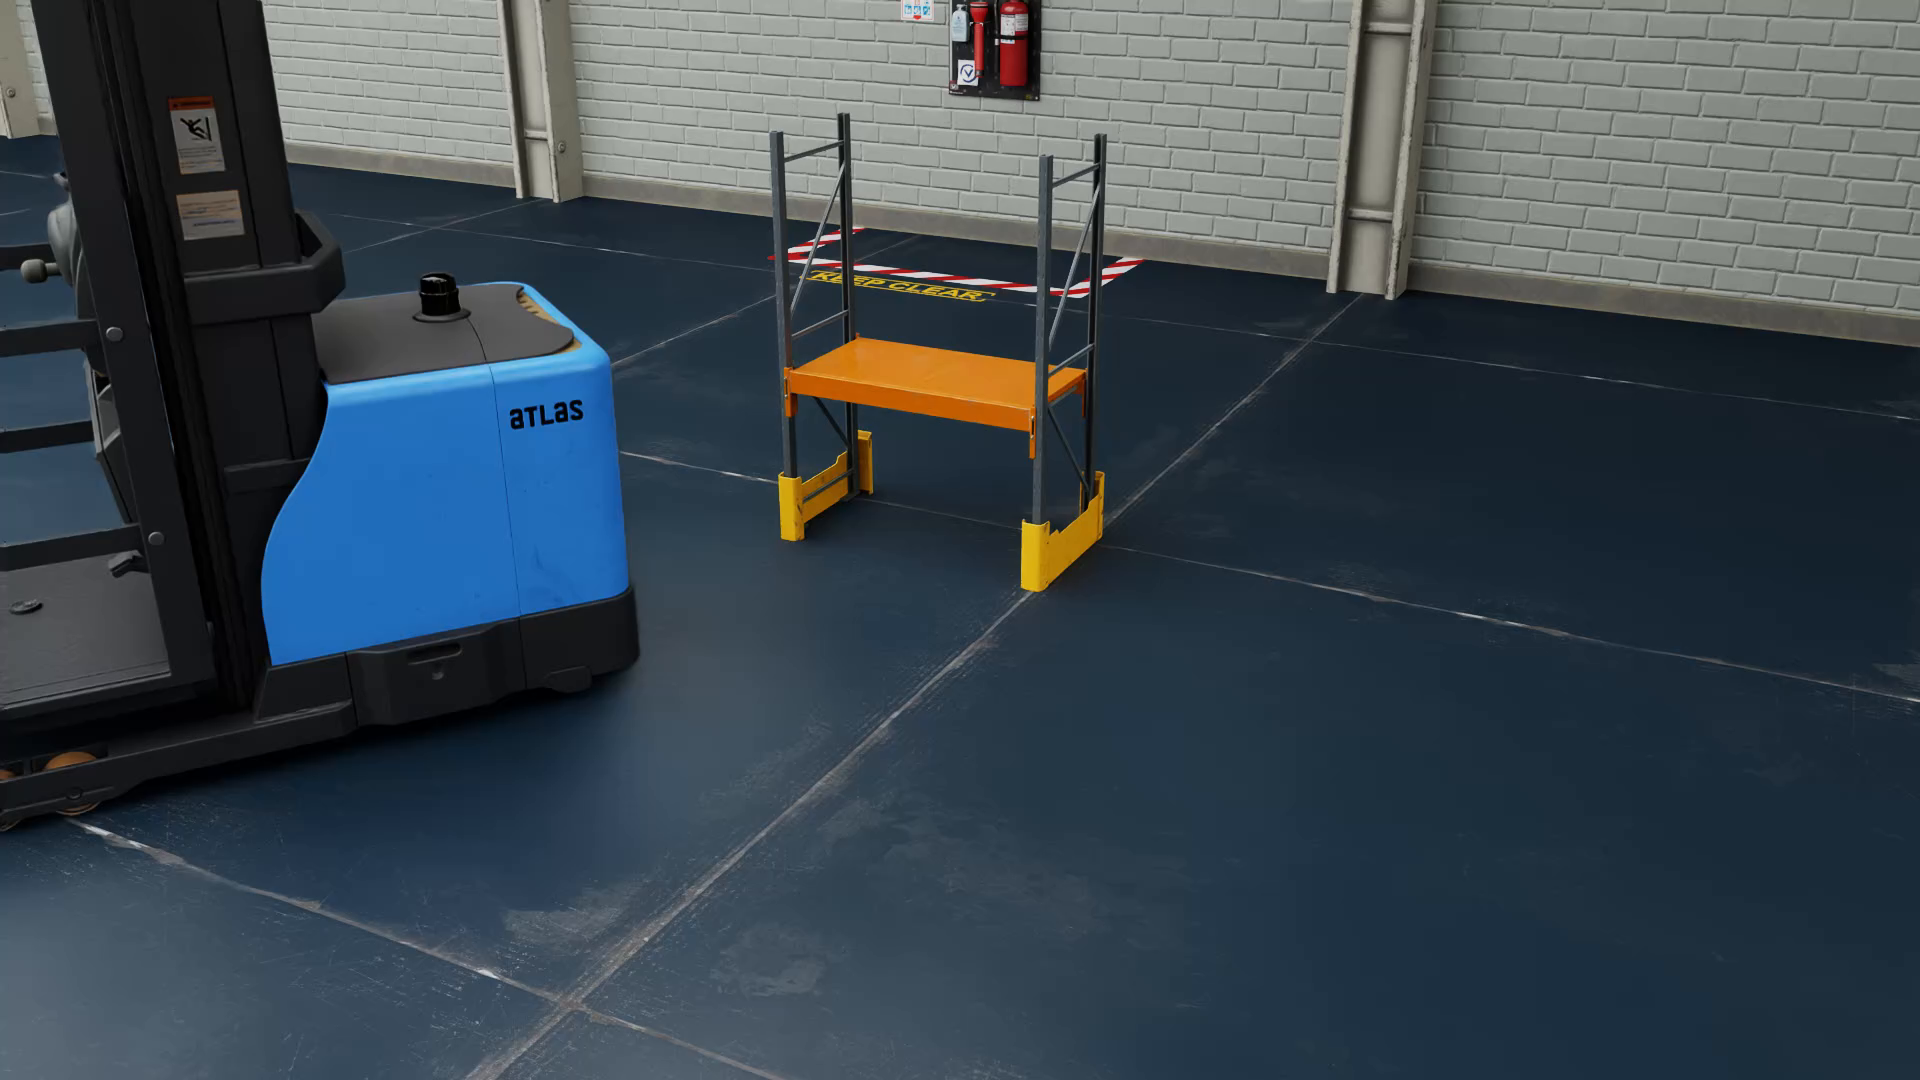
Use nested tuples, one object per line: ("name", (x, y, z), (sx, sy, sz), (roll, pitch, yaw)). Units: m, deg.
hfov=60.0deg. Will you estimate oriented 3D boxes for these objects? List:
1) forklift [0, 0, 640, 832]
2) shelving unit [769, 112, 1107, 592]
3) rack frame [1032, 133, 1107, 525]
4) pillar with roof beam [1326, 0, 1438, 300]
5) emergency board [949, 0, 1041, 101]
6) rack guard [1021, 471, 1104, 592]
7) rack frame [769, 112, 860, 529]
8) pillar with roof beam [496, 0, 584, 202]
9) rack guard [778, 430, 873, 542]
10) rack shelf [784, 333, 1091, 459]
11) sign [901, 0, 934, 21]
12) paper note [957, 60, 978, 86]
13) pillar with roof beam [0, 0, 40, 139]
("forklift", (-2.552, -0.805, 4.398), (3.031, 2.935, 1.130), (-12, 26, -25))
("shelving unit", (-0.068, -0.704, 5.988), (1.083, 1.500, 0.587), (11, 25, 25))
("rack frame", (0.378, -0.615, 5.781), (0.032, 1.500, 0.500), (11, 25, 25))
("pillar with roof beam", (0.423, -4.092, 4.375), (0.400, 9.000, 9.100), (11, 25, 25))
("emergency board", (0.177, -3.285, 10.142), (0.643, 1.169, 0.194), (11, 25, 25))
("rack guard", (0.376, -0.041, 6.026), (0.087, 0.250, 0.587), (11, 25, 25))
("rack frame", (-0.530, -0.795, 6.203), (0.032, 1.500, 0.500), (11, 25, 25))
("pillar with roof beam", (-4.932, -5.152, 6.866), (0.400, 9.000, 9.100), (11, 25, 25))
("rack guard", (-0.512, -0.216, 6.440), (0.087, 0.250, 0.587), (11, 25, 25))
("rack shelf", (-0.076, -0.540, 6.062), (1.000, 0.185, 0.538), (11, 25, 25))
("sign", (-0.270, -3.435, 10.449), (0.234, 0.329, 0.001), (11, 25, 25))
("paper note", (0.050, -2.935, 10.444), (0.142, 0.148, 0.016), (11, 25, 25))
("pillar with roof beam", (-10.286, -6.211, 9.357), (0.400, 9.000, 9.100), (11, 25, 25))
